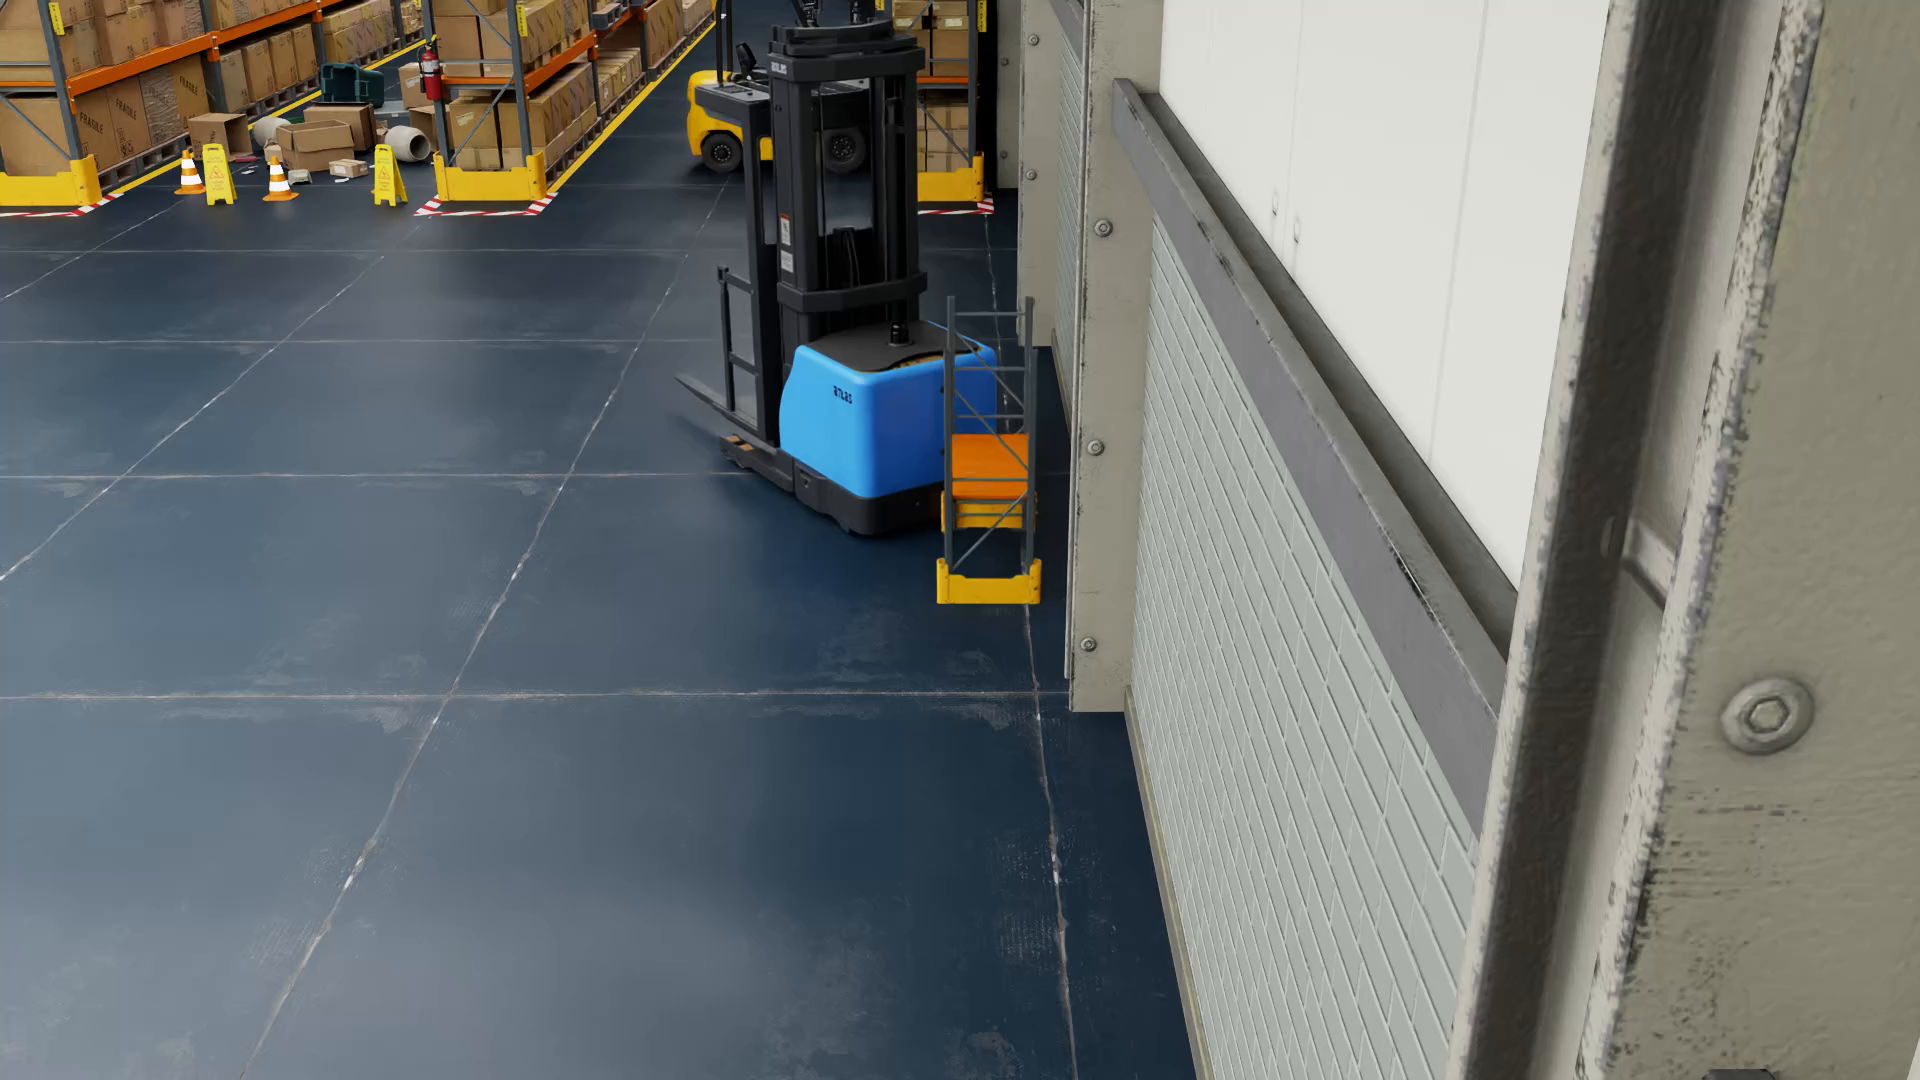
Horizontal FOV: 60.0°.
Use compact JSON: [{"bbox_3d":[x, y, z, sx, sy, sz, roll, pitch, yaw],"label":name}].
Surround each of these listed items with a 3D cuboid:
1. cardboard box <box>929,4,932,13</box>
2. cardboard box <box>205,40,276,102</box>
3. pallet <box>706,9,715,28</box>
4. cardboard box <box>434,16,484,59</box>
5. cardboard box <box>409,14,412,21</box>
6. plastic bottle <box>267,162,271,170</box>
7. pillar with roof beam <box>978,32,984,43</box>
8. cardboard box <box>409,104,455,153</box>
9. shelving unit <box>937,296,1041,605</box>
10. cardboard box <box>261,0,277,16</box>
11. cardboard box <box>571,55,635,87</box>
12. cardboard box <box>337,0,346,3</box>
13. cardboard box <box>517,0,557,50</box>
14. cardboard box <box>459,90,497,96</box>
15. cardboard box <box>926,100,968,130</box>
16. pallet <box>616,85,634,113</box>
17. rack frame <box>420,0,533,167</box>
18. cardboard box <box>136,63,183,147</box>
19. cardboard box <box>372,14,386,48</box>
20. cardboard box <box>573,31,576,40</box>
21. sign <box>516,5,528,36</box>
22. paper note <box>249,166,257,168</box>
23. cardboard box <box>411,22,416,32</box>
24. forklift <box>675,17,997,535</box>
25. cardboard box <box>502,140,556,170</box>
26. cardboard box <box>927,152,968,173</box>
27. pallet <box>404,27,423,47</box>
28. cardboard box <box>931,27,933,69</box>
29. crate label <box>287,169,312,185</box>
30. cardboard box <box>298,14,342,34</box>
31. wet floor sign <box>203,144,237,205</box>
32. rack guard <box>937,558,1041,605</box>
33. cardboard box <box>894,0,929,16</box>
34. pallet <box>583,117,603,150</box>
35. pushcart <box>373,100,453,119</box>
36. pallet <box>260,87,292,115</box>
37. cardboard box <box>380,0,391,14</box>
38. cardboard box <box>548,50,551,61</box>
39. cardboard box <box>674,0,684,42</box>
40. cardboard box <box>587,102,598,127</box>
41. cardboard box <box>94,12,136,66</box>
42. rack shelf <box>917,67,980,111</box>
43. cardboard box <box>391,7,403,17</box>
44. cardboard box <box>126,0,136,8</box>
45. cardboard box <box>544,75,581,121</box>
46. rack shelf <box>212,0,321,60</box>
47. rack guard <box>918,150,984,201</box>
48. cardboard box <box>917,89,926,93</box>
[{"bbox_3d":[-0.592,-6.328,20.480,0.500,0.500,0.500,0,24,-1],"label":"cardboard box"},{"bbox_3d":[-10.380,-6.621,23.470,1.050,0.750,0.750,0,24,-1],"label":"cardboard box"},{"bbox_3d":[-5.372,-10.211,32.571,1.003,0.211,1.213,0,24,-1],"label":"pallet"},{"bbox_3d":[-5.566,-5.621,18.556,0.500,0.500,0.500,-1,24,-1],"label":"cardboard box"},{"bbox_3d":[-10.179,-9.481,30.163,0.380,0.149,0.250,0,24,-1],"label":"cardboard box"},{"bbox_3d":[-8.391,-4.579,20.300,0.133,0.061,0.283,-9,26,-19],"label":"plastic bottle"},{"bbox_3d":[-3.863,-13.191,28.496,9.100,9.000,0.400,0,24,-1],"label":"pillar with roof beam"},{"bbox_3d":[-6.677,-5.280,21.316,0.500,0.500,0.500,19,30,35],"label":"cardboard box"},{"bbox_3d":[0.171,-0.540,9.624,0.587,1.500,1.083,0,24,1],"label":"shelving unit"},{"bbox_3d":[-10.028,-7.689,23.489,0.500,0.500,0.500,0,24,0],"label":"cardboard box"},{"bbox_3d":[-5.359,-6.971,24.703,0.950,0.372,0.625,-1,24,-2],"label":"cardboard box"},{"bbox_3d":[-10.612,-8.967,28.051,0.500,0.250,0.500,0,24,1],"label":"cardboard box"},{"bbox_3d":[-5.028,-6.019,19.435,0.500,0.500,0.500,-1,24,-2],"label":"cardboard box"},{"bbox_3d":[-5.625,-5.273,19.399,0.380,0.149,0.250,0,24,1],"label":"cardboard box"},{"bbox_3d":[-0.137,-4.834,18.913,0.500,0.250,0.500,-1,24,-1],"label":"cardboard box"},{"bbox_3d":[-5.354,-6.420,24.189,1.003,0.211,1.213,0,24,-1],"label":"pallet"},{"bbox_3d":[-5.284,-5.218,18.146,1.000,3.000,0.127,0,24,-1],"label":"rack frame"},{"bbox_3d":[-10.326,-5.394,20.606,0.875,0.875,0.875,0,24,0],"label":"cardboard box"},{"bbox_3d":[-10.099,-8.636,28.228,0.500,0.500,0.500,-1,24,-2],"label":"cardboard box"},{"bbox_3d":[-5.085,-6.410,21.087,0.380,0.149,0.250,0,24,0],"label":"cardboard box"},{"bbox_3d":[-4.742,-5.615,17.974,0.100,0.325,0.005,0,24,-1],"label":"sign"},{"bbox_3d":[-8.633,-4.558,20.315,0.032,0.001,0.123,13,27,27],"label":"paper note"},{"bbox_3d":[-10.049,-9.252,30.016,0.380,0.149,0.250,0,24,1],"label":"cardboard box"},{"bbox_3d":[-1.001,-1.920,10.939,1.130,2.935,3.031,-16,29,-31],"label":"forklift"},{"bbox_3d":[-5.016,-4.490,19.364,0.500,0.250,0.500,0,24,-1],"label":"cardboard box"},{"bbox_3d":[-0.131,-4.383,19.129,0.500,0.250,0.500,0,24,0],"label":"cardboard box"},{"bbox_3d":[-10.406,-9.105,30.124,1.003,0.211,1.213,0,24,-1],"label":"pallet"},{"bbox_3d":[-0.076,-5.707,19.107,0.500,0.500,0.500,0,24,1],"label":"cardboard box"},{"bbox_3d":[-7.756,-4.263,19.510,0.250,0.136,0.298,-14,28,-28],"label":"crate label"},{"bbox_3d":[-10.086,-8.130,26.199,0.500,0.250,0.500,-1,24,-3],"label":"cardboard box"},{"bbox_3d":[-8.253,-4.078,18.484,0.267,0.644,0.232,-4,25,-10],"label":"wet floor sign"},{"bbox_3d":[0.164,0.235,9.428,0.587,0.250,0.087,0,24,1],"label":"rack guard"},{"bbox_3d":[-0.536,-5.865,18.308,0.380,0.149,0.250,0,24,0],"label":"cardboard box"},{"bbox_3d":[-5.285,-5.319,21.754,1.003,0.211,1.213,0,24,-1],"label":"pallet"},{"bbox_3d":[-7.607,-5.640,22.263,1.648,0.377,0.936,-9,26,-19],"label":"pushcart"},{"bbox_3d":[-10.376,-6.353,24.041,1.003,0.211,1.213,0,24,-1],"label":"pallet"},{"bbox_3d":[-10.103,-9.187,28.536,0.500,0.250,0.500,-1,24,-2],"label":"cardboard box"},{"bbox_3d":[-5.013,-5.669,19.449,0.380,0.149,0.250,0,24,1],"label":"cardboard box"},{"bbox_3d":[-5.328,-9.131,28.867,0.875,0.875,0.875,0,24,1],"label":"cardboard box"},{"bbox_3d":[-5.053,-5.562,21.735,0.500,0.250,0.500,1,24,2],"label":"cardboard box"},{"bbox_3d":[-10.191,-5.833,19.324,0.875,0.550,0.550,0,24,-1],"label":"cardboard box"},{"bbox_3d":[-0.343,-5.738,20.170,1.077,0.370,4.000,0,24,-1],"label":"rack shelf"},{"bbox_3d":[-10.160,-9.405,29.632,0.380,0.149,0.250,1,24,2],"label":"cardboard box"},{"bbox_3d":[-10.303,-6.543,19.583,0.875,0.550,0.500,0,24,-1],"label":"cardboard box"},{"bbox_3d":[-5.039,-5.484,20.652,0.500,0.500,0.500,1,24,2],"label":"cardboard box"},{"bbox_3d":[-10.298,-7.298,23.620,1.077,0.370,4.000,0,24,-1],"label":"rack shelf"},{"bbox_3d":[-0.321,-4.093,18.692,1.175,0.500,0.348,0,24,-1],"label":"rack guard"},{"bbox_3d":[-0.665,-5.242,19.814,0.500,0.250,0.500,0,24,0],"label":"cardboard box"}]
